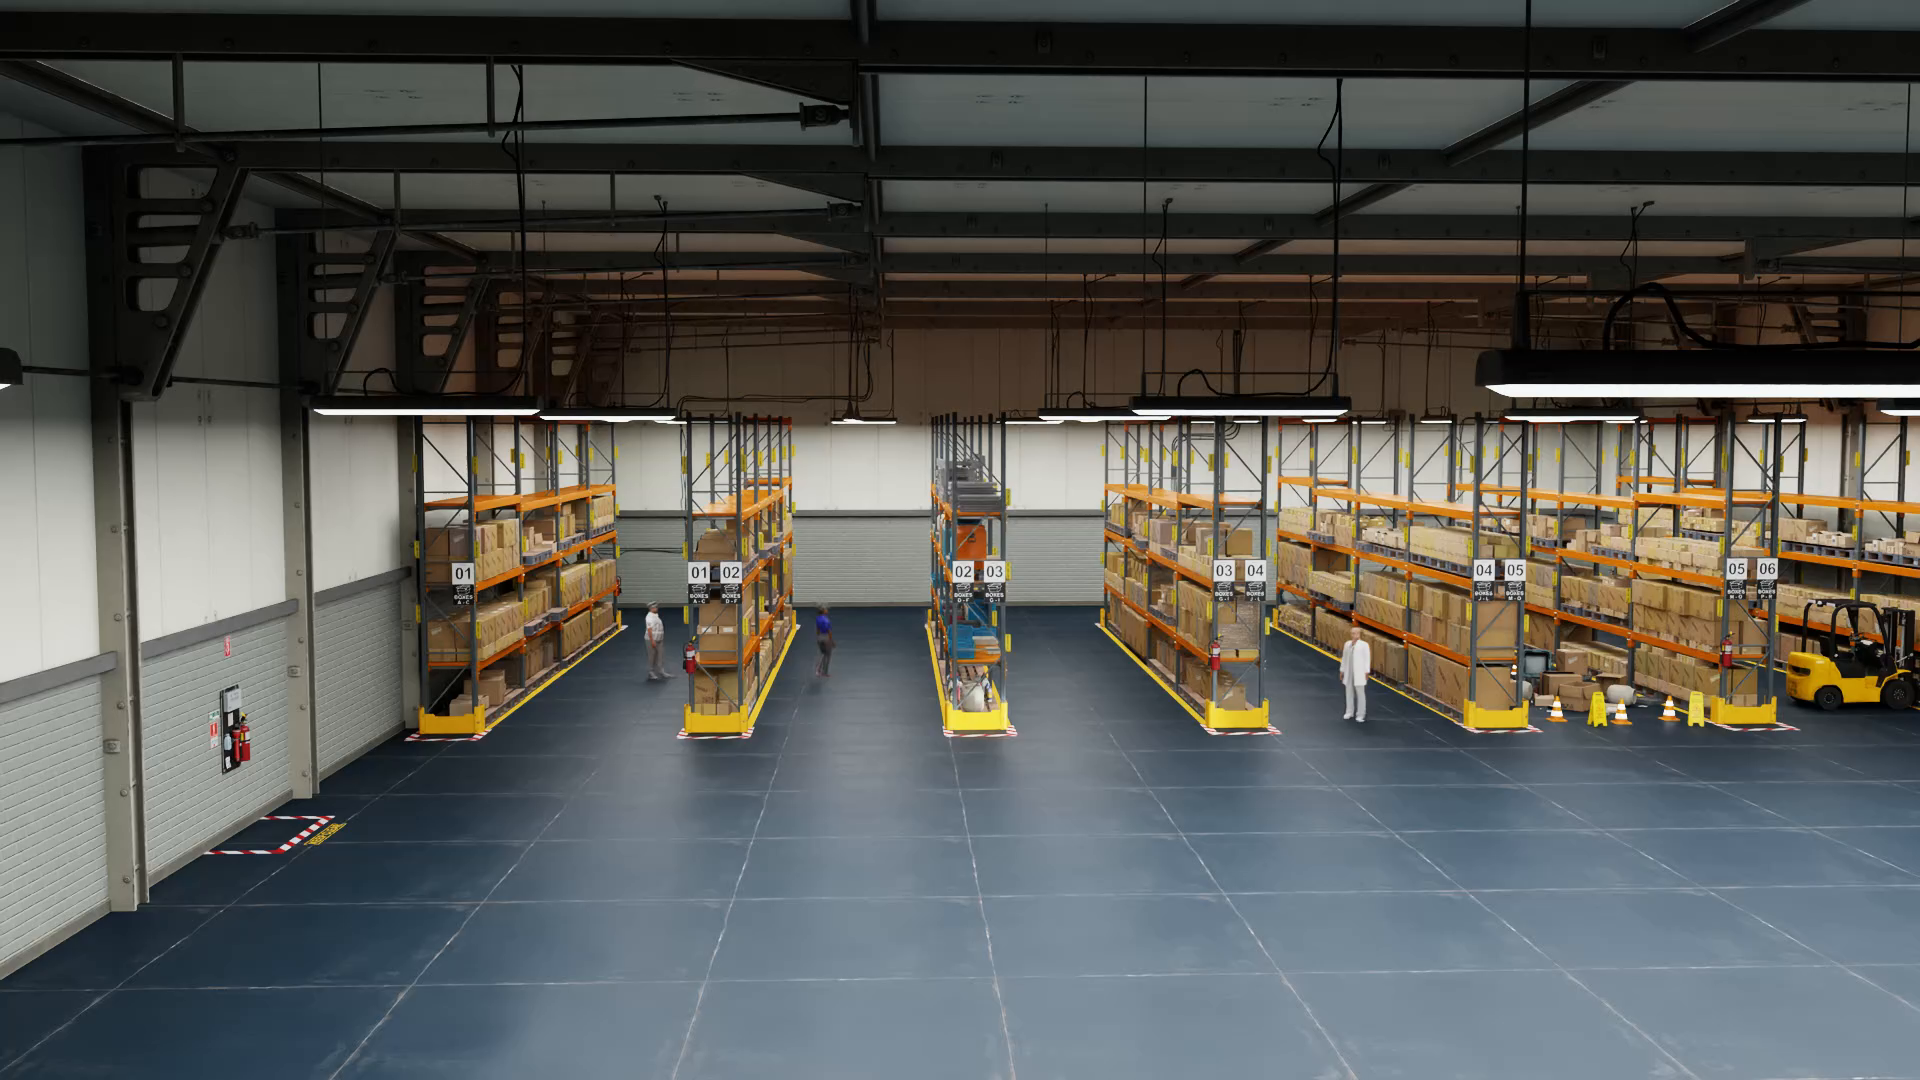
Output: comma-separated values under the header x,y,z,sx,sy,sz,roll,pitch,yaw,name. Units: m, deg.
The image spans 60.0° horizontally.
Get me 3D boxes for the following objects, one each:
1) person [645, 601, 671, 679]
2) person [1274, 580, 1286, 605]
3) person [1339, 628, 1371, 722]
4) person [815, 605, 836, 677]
x,y,z,sx,sy,sz,roll,pitch,yaw,name
-6.916,2.269,37.878,0.500,1.777,0.600,2,4,24,person
9.934,1.395,51.601,0.421,1.597,0.421,0,4,-2,person
7.705,2.622,32.553,0.390,1.808,0.626,-4,5,-43,person
-3.058,2.302,37.799,0.470,1.648,0.447,3,5,37,person
